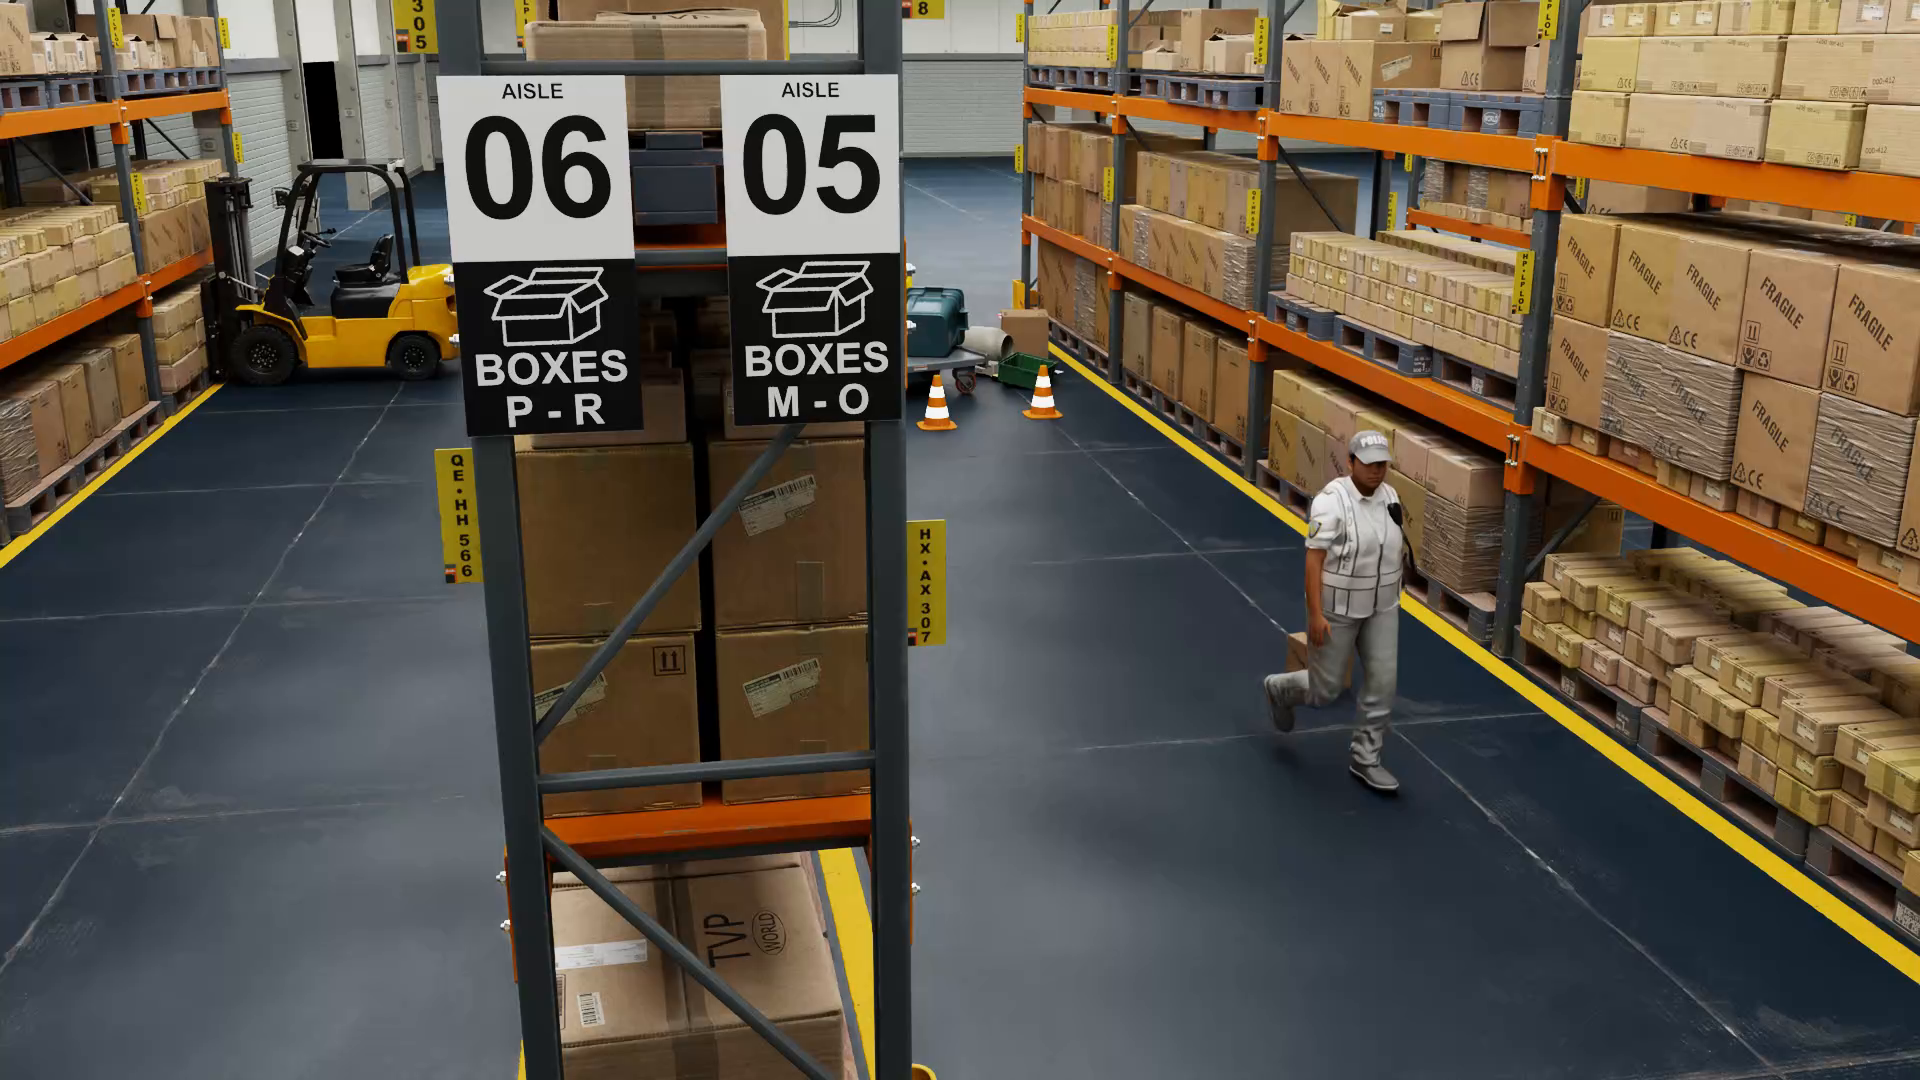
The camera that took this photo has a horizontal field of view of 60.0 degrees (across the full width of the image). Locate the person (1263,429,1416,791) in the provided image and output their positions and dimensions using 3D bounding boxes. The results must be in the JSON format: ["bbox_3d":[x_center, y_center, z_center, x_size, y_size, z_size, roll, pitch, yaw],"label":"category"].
[{"bbox_3d":[1.747,0.275,7.584,0.510,1.627,0.748,-6,18,-20],"label":"person"}]
